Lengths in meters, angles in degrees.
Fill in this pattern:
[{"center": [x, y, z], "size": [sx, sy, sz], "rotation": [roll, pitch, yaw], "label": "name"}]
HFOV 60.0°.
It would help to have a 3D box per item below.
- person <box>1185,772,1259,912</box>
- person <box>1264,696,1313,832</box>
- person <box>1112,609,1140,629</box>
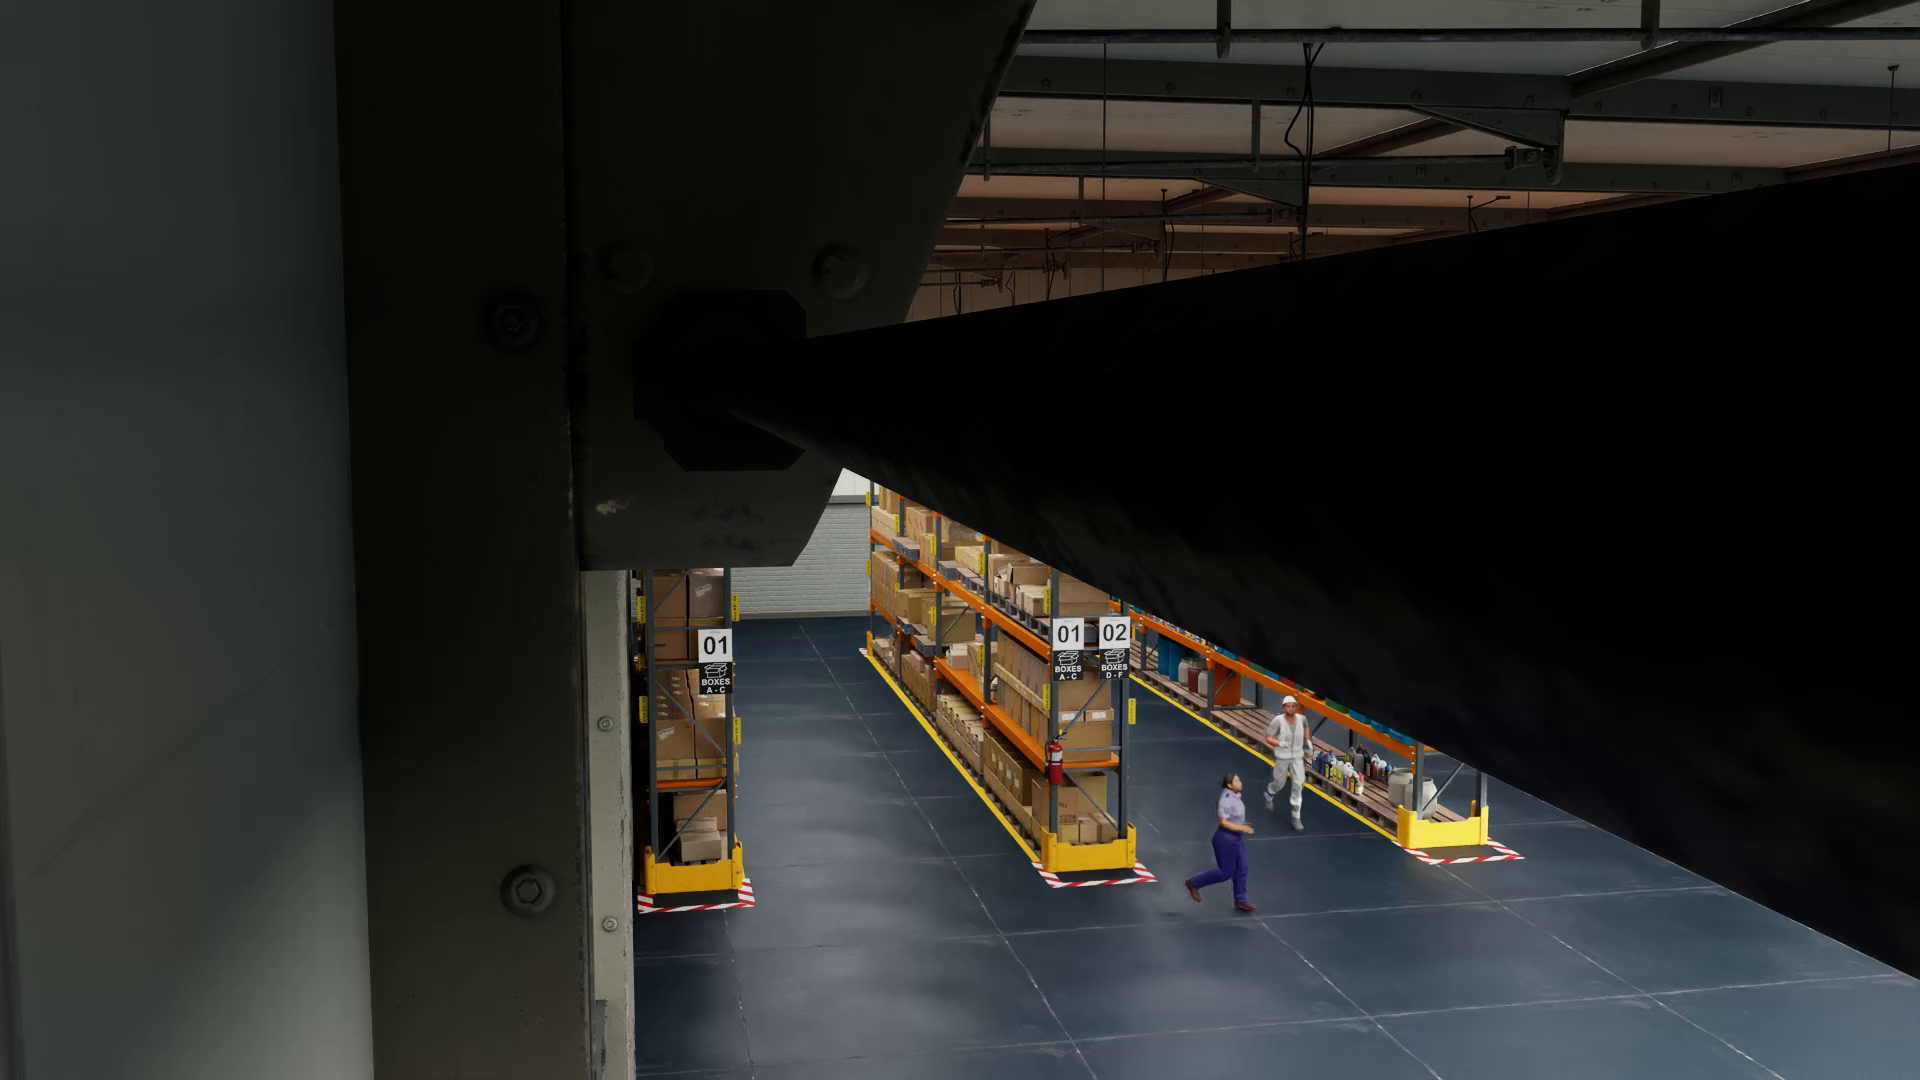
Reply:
[{"center": [3.081, 3.511, 19.417], "size": [0.848, 1.648, 0.616], "rotation": [2, 6, 17], "label": "person"}, {"center": [4.547, 3.031, 23.055], "size": [0.672, 1.799, 0.994], "rotation": [-1, 6, -6], "label": "person"}, {"center": [4.123, 1.359, 40.136], "size": [0.789, 1.603, 0.678], "rotation": [0, 6, 4], "label": "person"}]
